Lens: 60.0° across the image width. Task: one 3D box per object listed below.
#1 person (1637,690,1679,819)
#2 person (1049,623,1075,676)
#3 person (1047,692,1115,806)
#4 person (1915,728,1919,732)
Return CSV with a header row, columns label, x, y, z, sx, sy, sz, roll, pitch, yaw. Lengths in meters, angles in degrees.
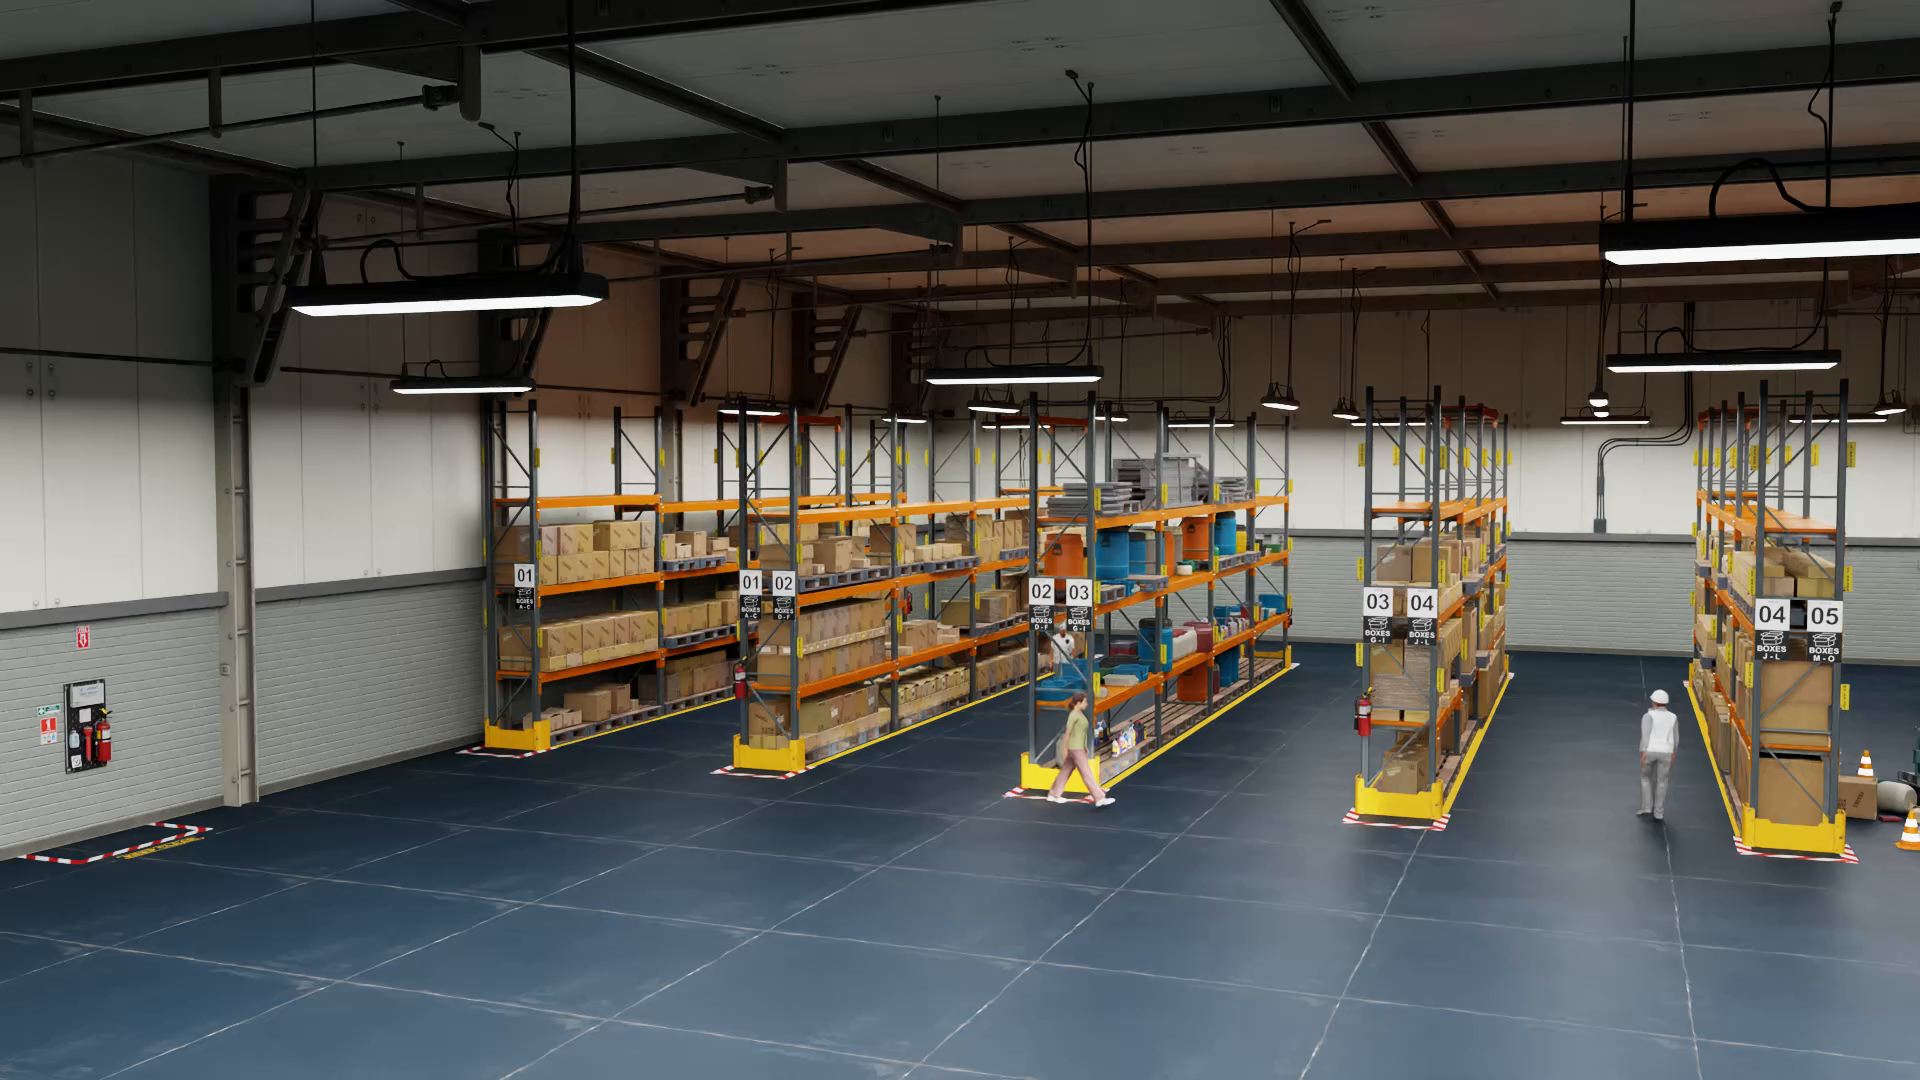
label,x,y,z,sx,sy,sz,roll,pitch,yaw
person,9.727,3.002,23.131,0.520,1.821,0.613,1,3,17
person,2.101,2.496,34.107,0.487,1.599,1.026,1,3,17
person,1.739,3.002,23.852,1.021,1.590,0.534,1,3,11
person,17.685,2.736,30.125,0.405,1.614,0.638,0,3,2
